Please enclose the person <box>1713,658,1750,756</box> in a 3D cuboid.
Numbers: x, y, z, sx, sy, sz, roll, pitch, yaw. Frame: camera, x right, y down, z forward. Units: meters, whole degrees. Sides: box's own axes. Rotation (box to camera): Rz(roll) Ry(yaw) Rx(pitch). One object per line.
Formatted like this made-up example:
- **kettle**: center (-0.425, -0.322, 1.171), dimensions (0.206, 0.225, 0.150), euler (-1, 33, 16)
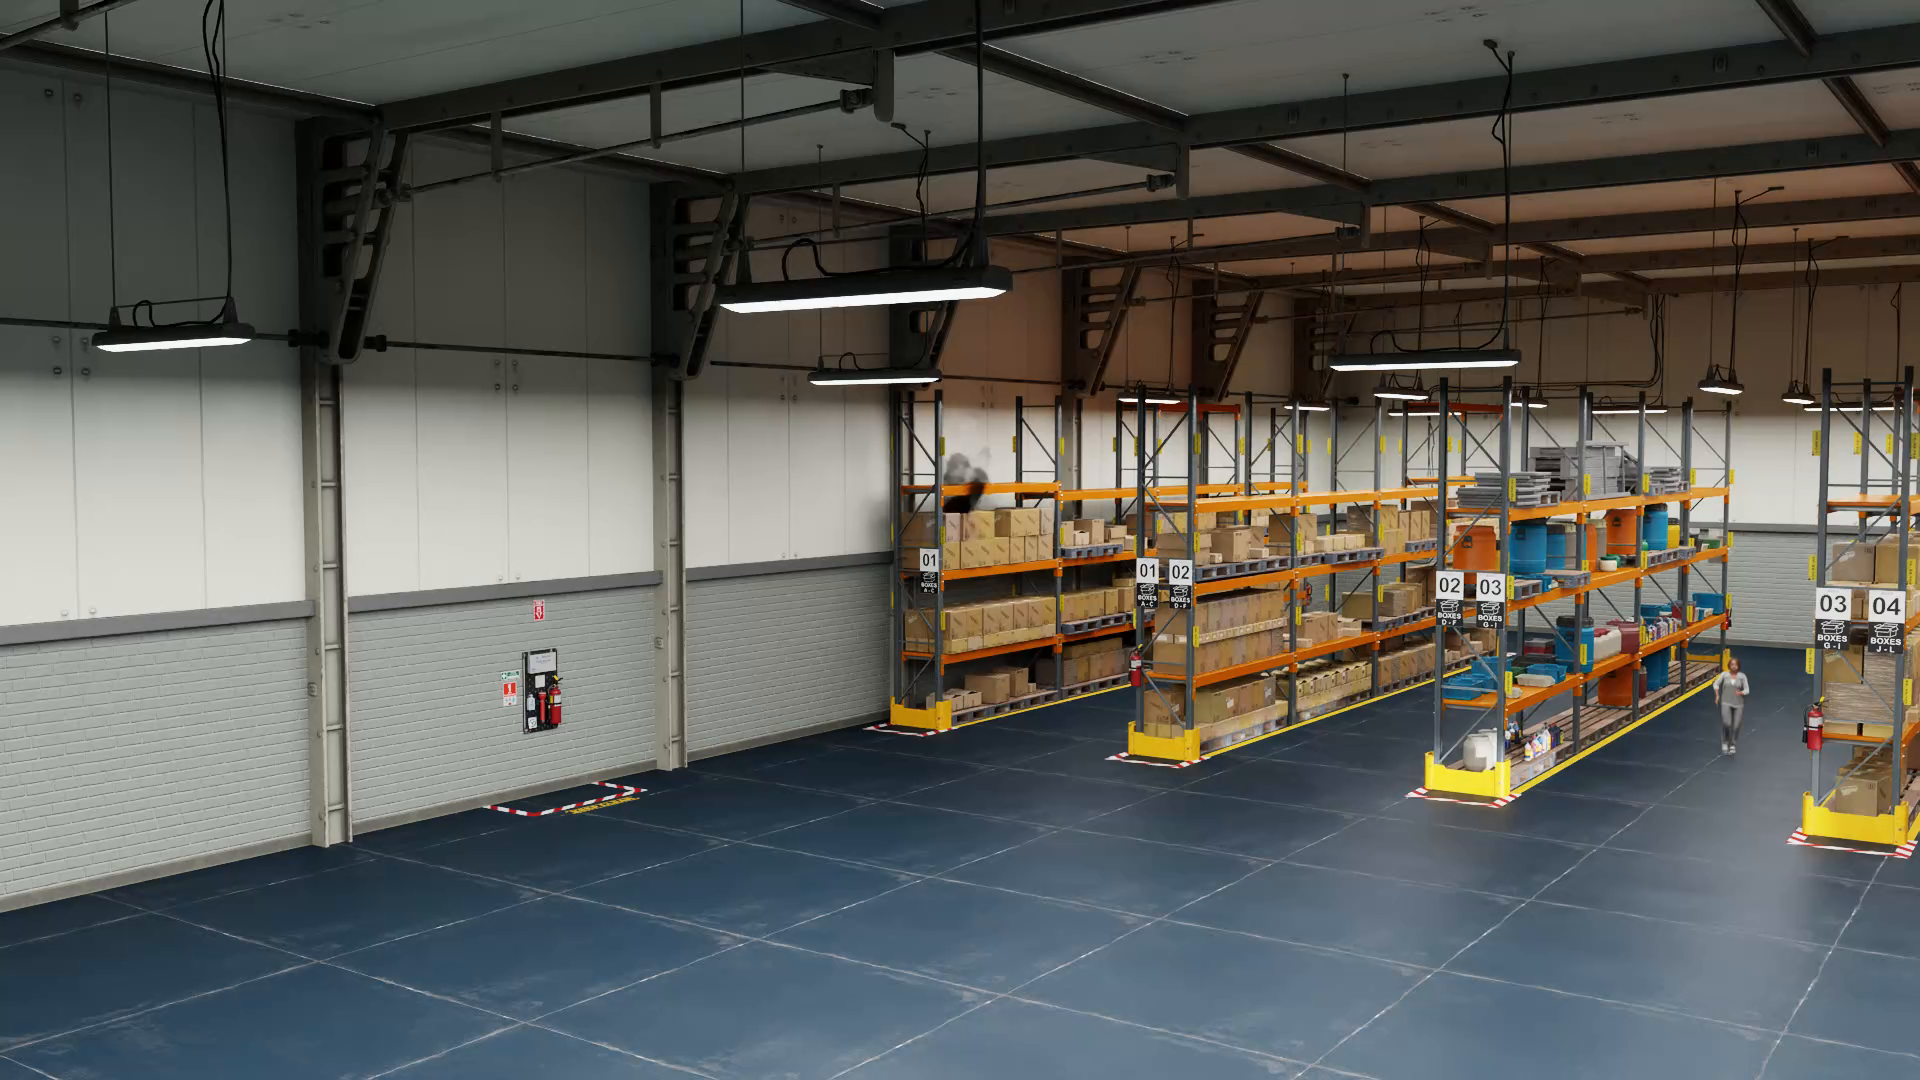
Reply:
- **person**: center (12.436, 2.690, 26.800), dimensions (0.506, 1.586, 0.656), euler (1, 3, 18)
